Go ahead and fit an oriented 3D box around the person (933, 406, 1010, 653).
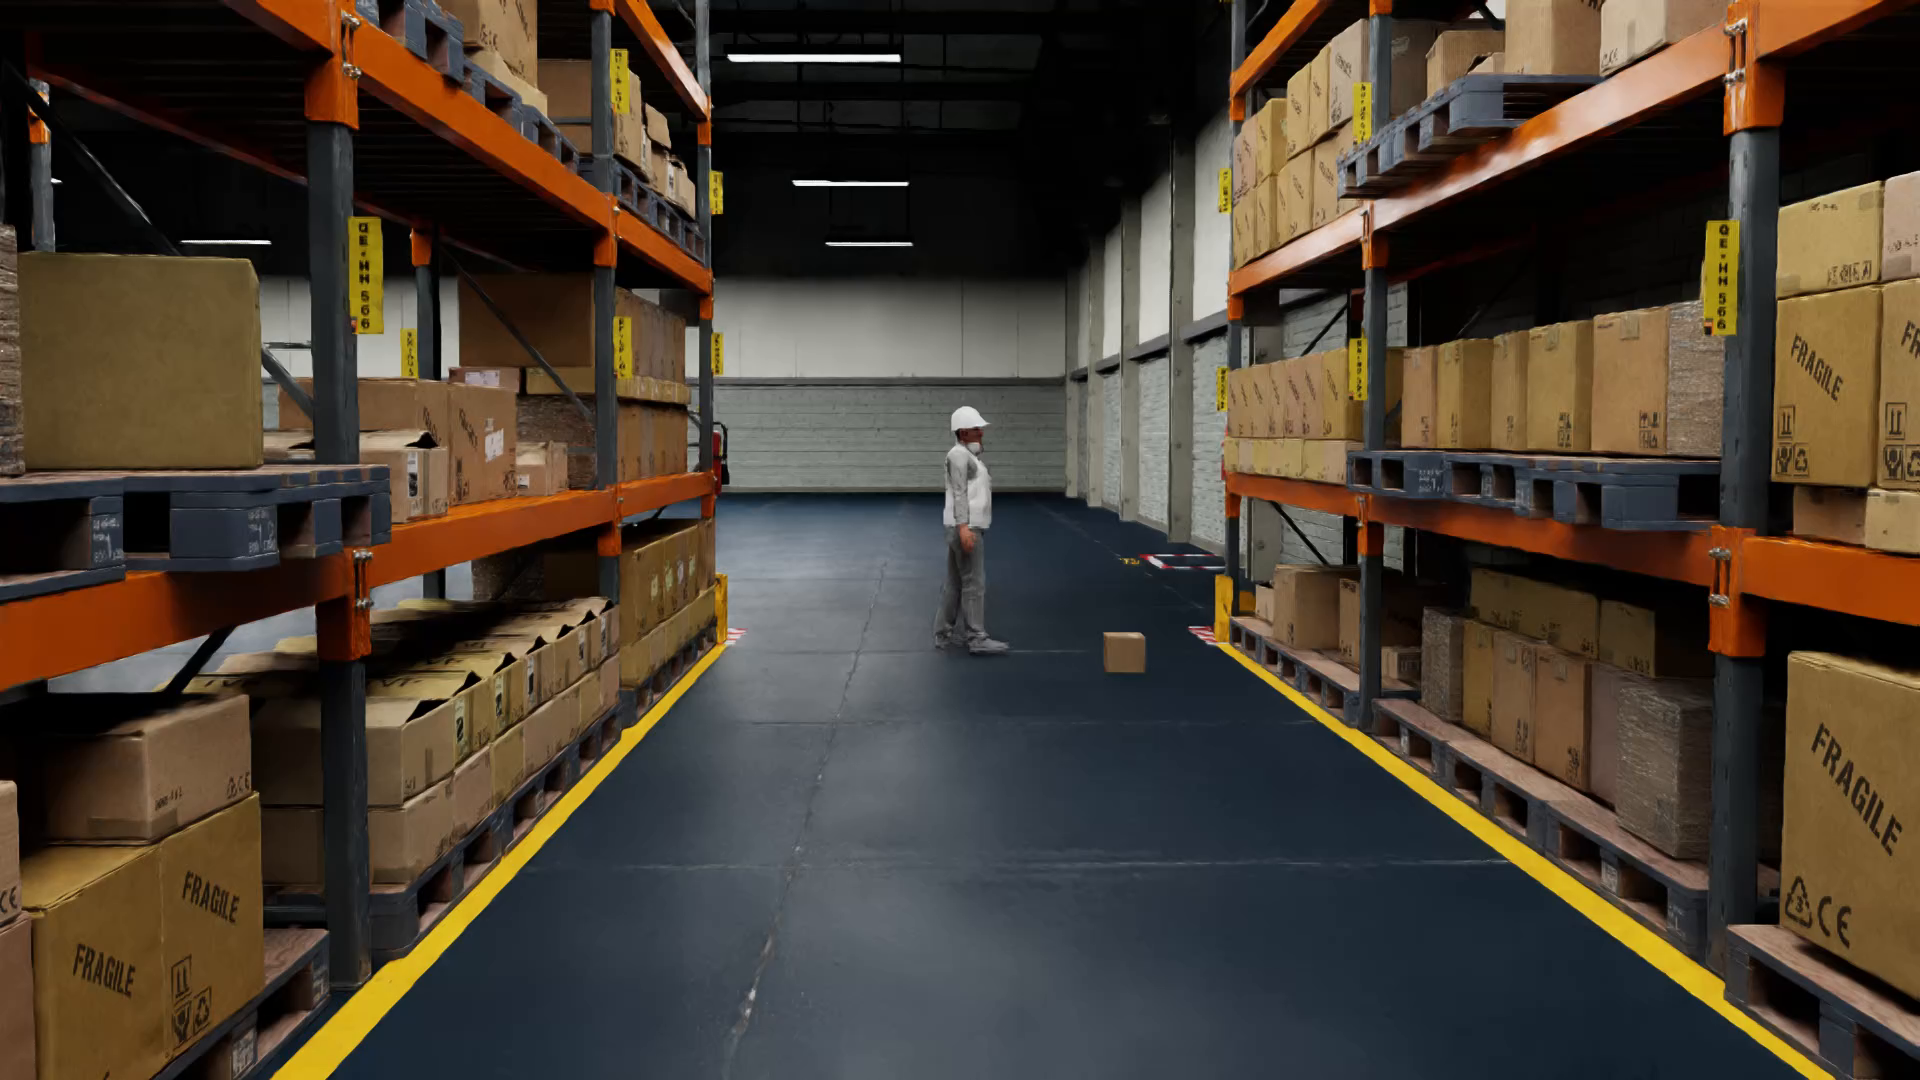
[{"bbox_3d":[0.080,-0.079,12.055,0.577,1.774,0.689,0,4,3],"label":"person"}]
